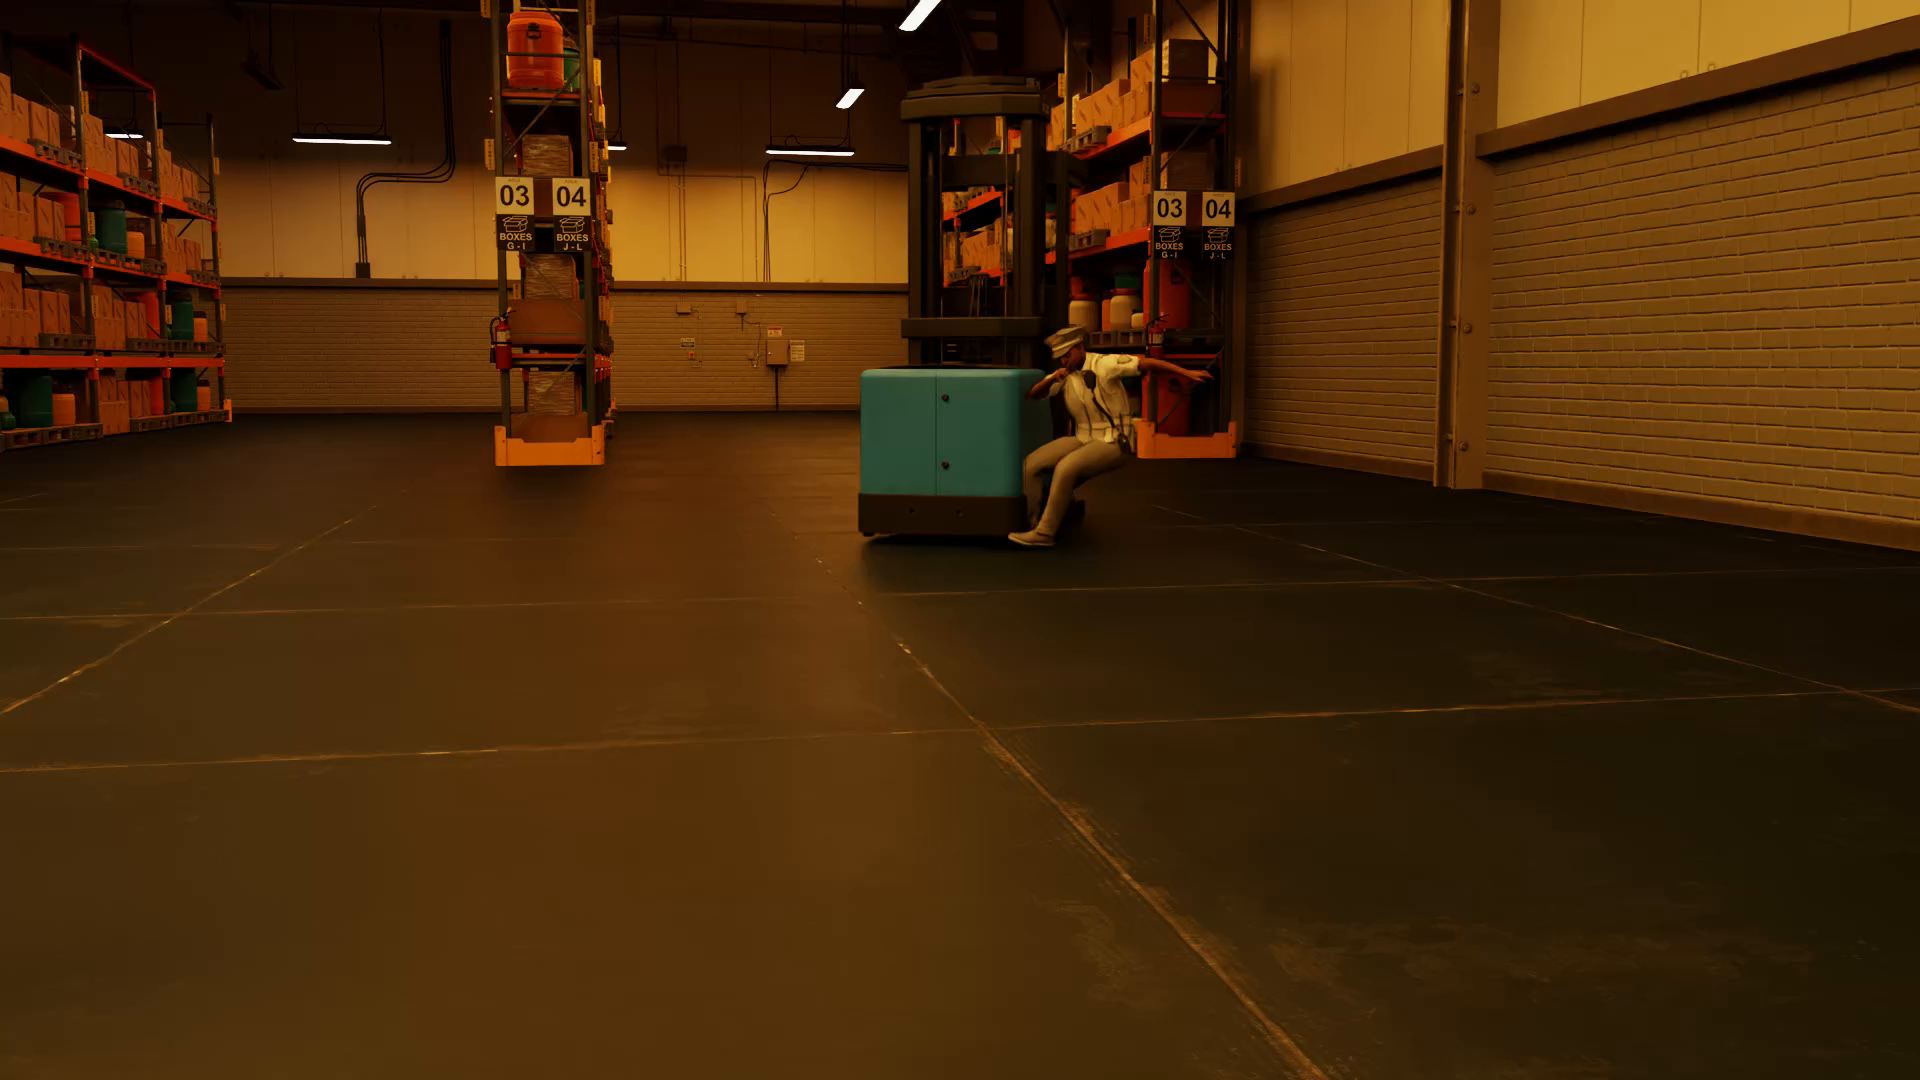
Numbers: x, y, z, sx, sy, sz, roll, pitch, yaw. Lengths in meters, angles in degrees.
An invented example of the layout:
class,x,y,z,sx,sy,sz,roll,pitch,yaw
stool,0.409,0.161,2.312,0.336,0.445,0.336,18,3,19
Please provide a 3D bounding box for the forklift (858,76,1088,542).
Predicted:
class,x,y,z,sx,sy,sz,roll,pitch,yaw
forklift,0.253,-1.569,11.412,1.130,2.935,3.031,2,6,15

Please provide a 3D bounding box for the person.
class,x,y,z,sx,sy,sz,roll,pitch,yaw
person,0.790,-0.586,9.883,0.803,1.366,1.224,-5,8,-42
